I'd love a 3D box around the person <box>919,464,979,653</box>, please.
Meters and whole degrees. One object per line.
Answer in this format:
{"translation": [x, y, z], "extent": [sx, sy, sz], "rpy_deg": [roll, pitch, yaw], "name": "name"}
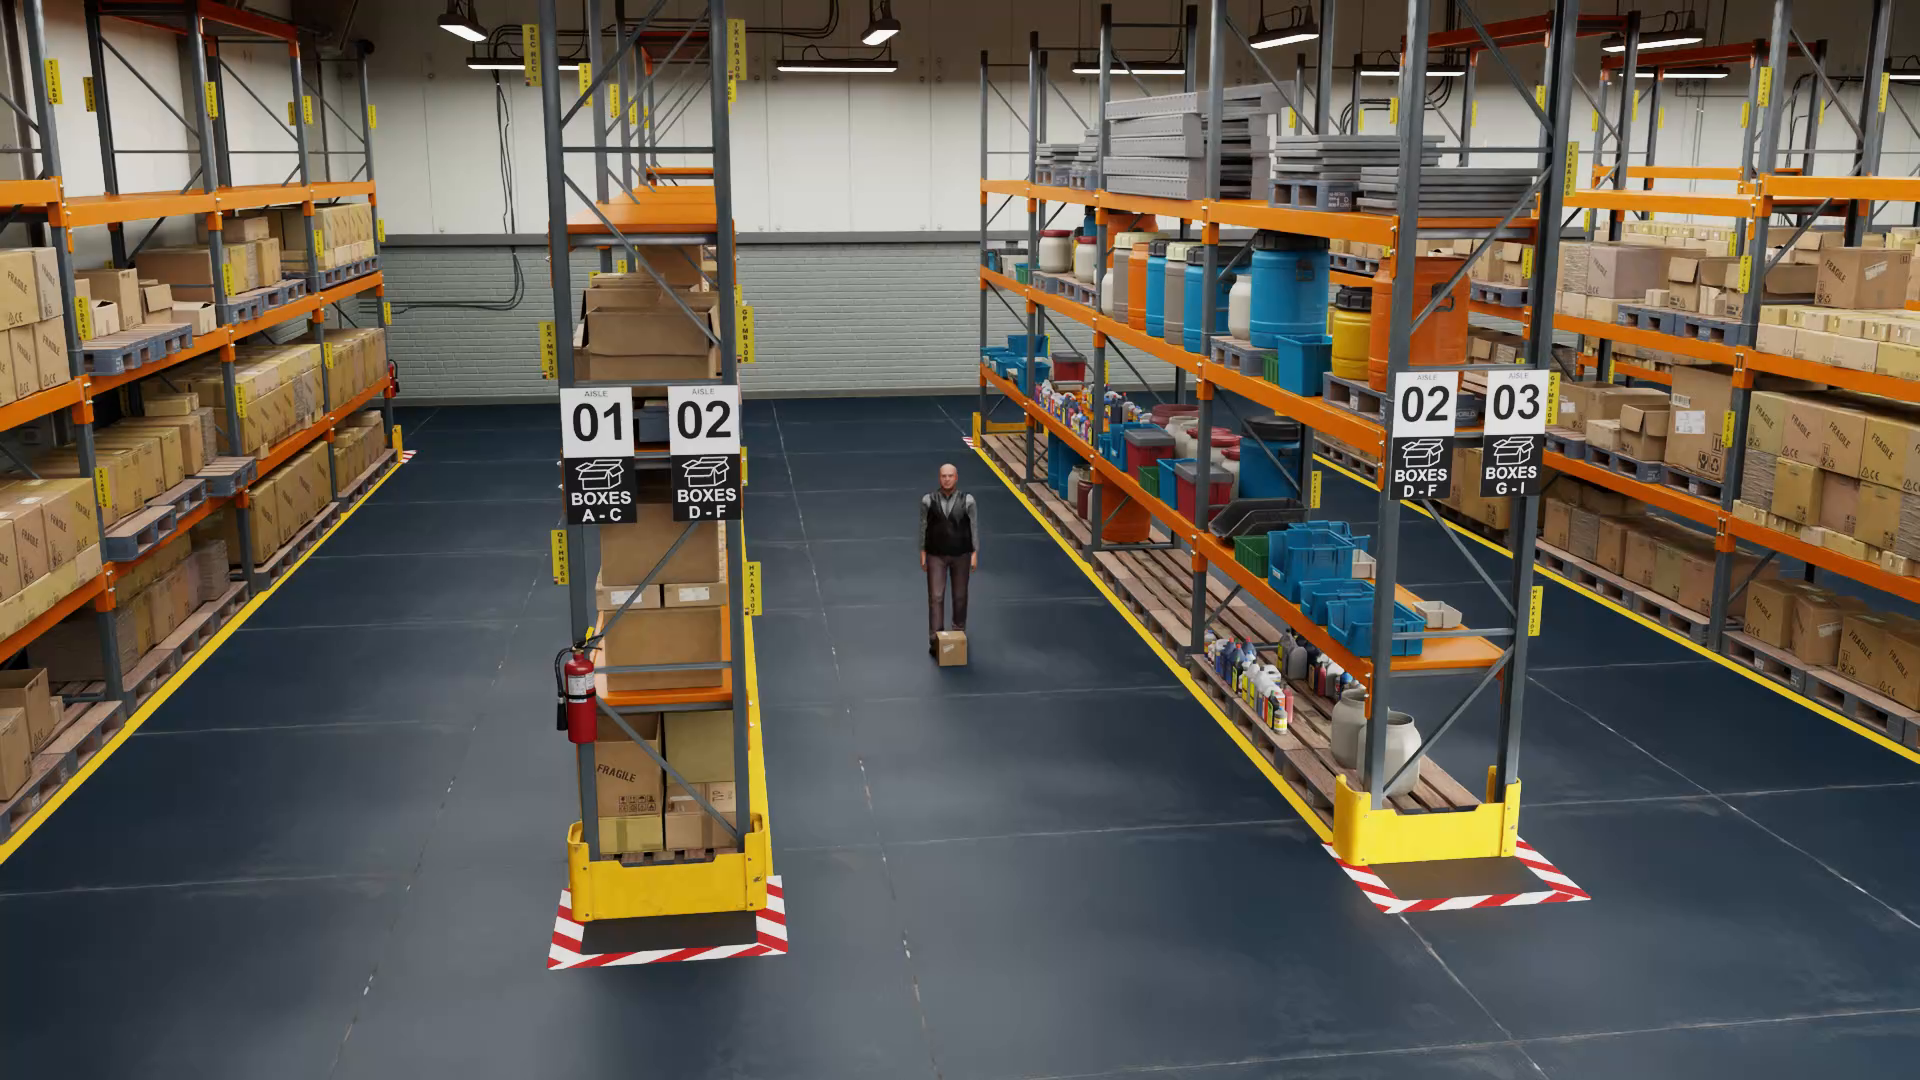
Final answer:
{"translation": [-0.105, 0.166, 15.320], "extent": [0.559, 1.715, 0.714], "rpy_deg": [0, 13, 0], "name": "person"}
